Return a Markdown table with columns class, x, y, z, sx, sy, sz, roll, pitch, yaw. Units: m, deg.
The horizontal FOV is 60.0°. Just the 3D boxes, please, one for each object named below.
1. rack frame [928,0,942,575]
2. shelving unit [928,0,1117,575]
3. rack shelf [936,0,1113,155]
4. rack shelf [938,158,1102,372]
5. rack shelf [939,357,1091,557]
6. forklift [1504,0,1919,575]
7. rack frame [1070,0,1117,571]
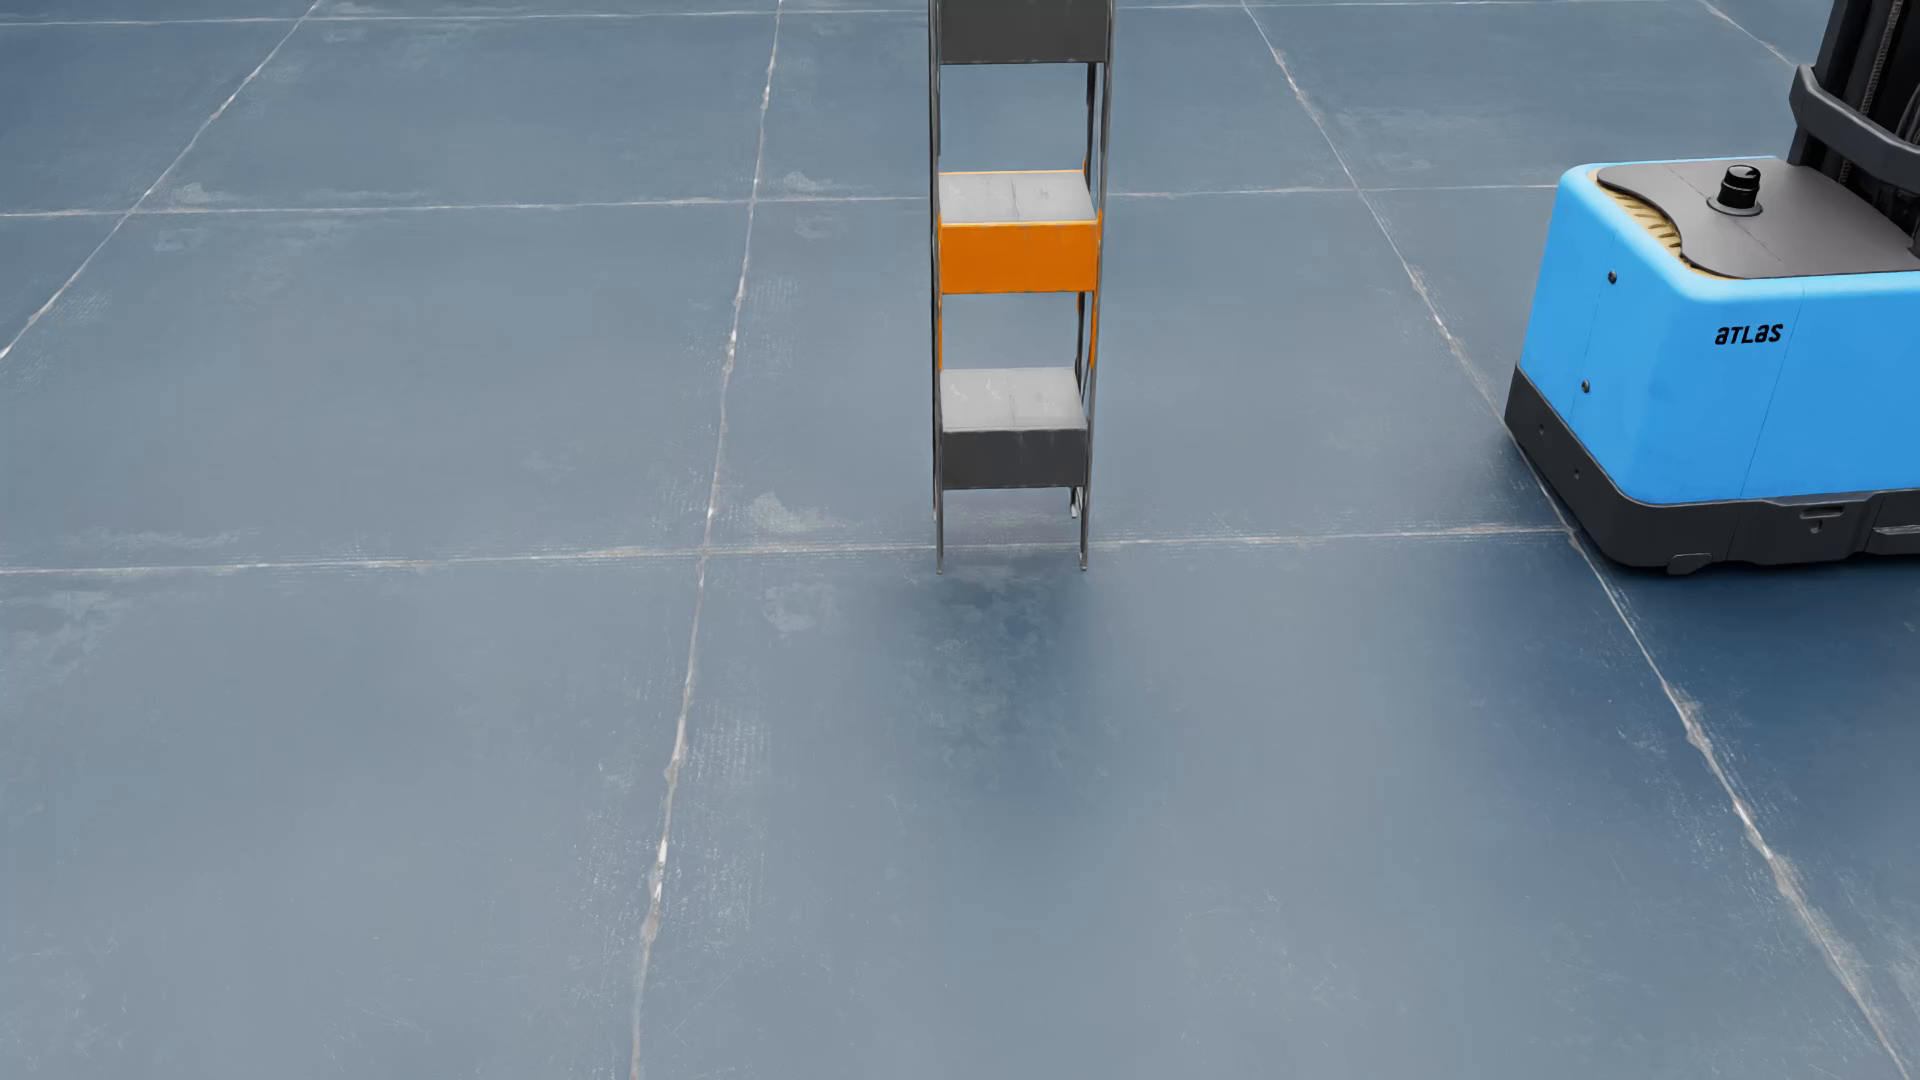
| class | x | y | z | sx | sy | sz | roll | pitch | yaw |
| --- | --- | --- | --- | --- | --- | --- | --- | --- | --- |
| rack frame | -0.078 | -0.861 | 5.149 | 0.015 | 2.100 | 0.400 | -2 | 35 | -2 |
| shelving unit | 0.165 | -0.868 | 5.159 | 0.503 | 2.100 | 0.431 | -2 | 35 | -2 |
| rack shelf | 0.165 | -1.432 | 4.768 | 0.480 | 0.518 | 0.431 | -2 | 35 | -2 |
| rack shelf | 0.165 | -0.857 | 5.167 | 0.480 | 0.518 | 0.431 | -2 | 35 | -2 |
| rack shelf | 0.165 | -0.281 | 5.565 | 0.480 | 0.518 | 0.431 | -2 | 35 | -2 |
| forklift | 3.606 | -1.446 | 5.264 | 3.031 | 2.935 | 1.130 | -4 | 35 | -6 |
| rack frame | 0.409 | -0.874 | 5.168 | 0.015 | 2.100 | 0.400 | -2 | 35 | -2 |
